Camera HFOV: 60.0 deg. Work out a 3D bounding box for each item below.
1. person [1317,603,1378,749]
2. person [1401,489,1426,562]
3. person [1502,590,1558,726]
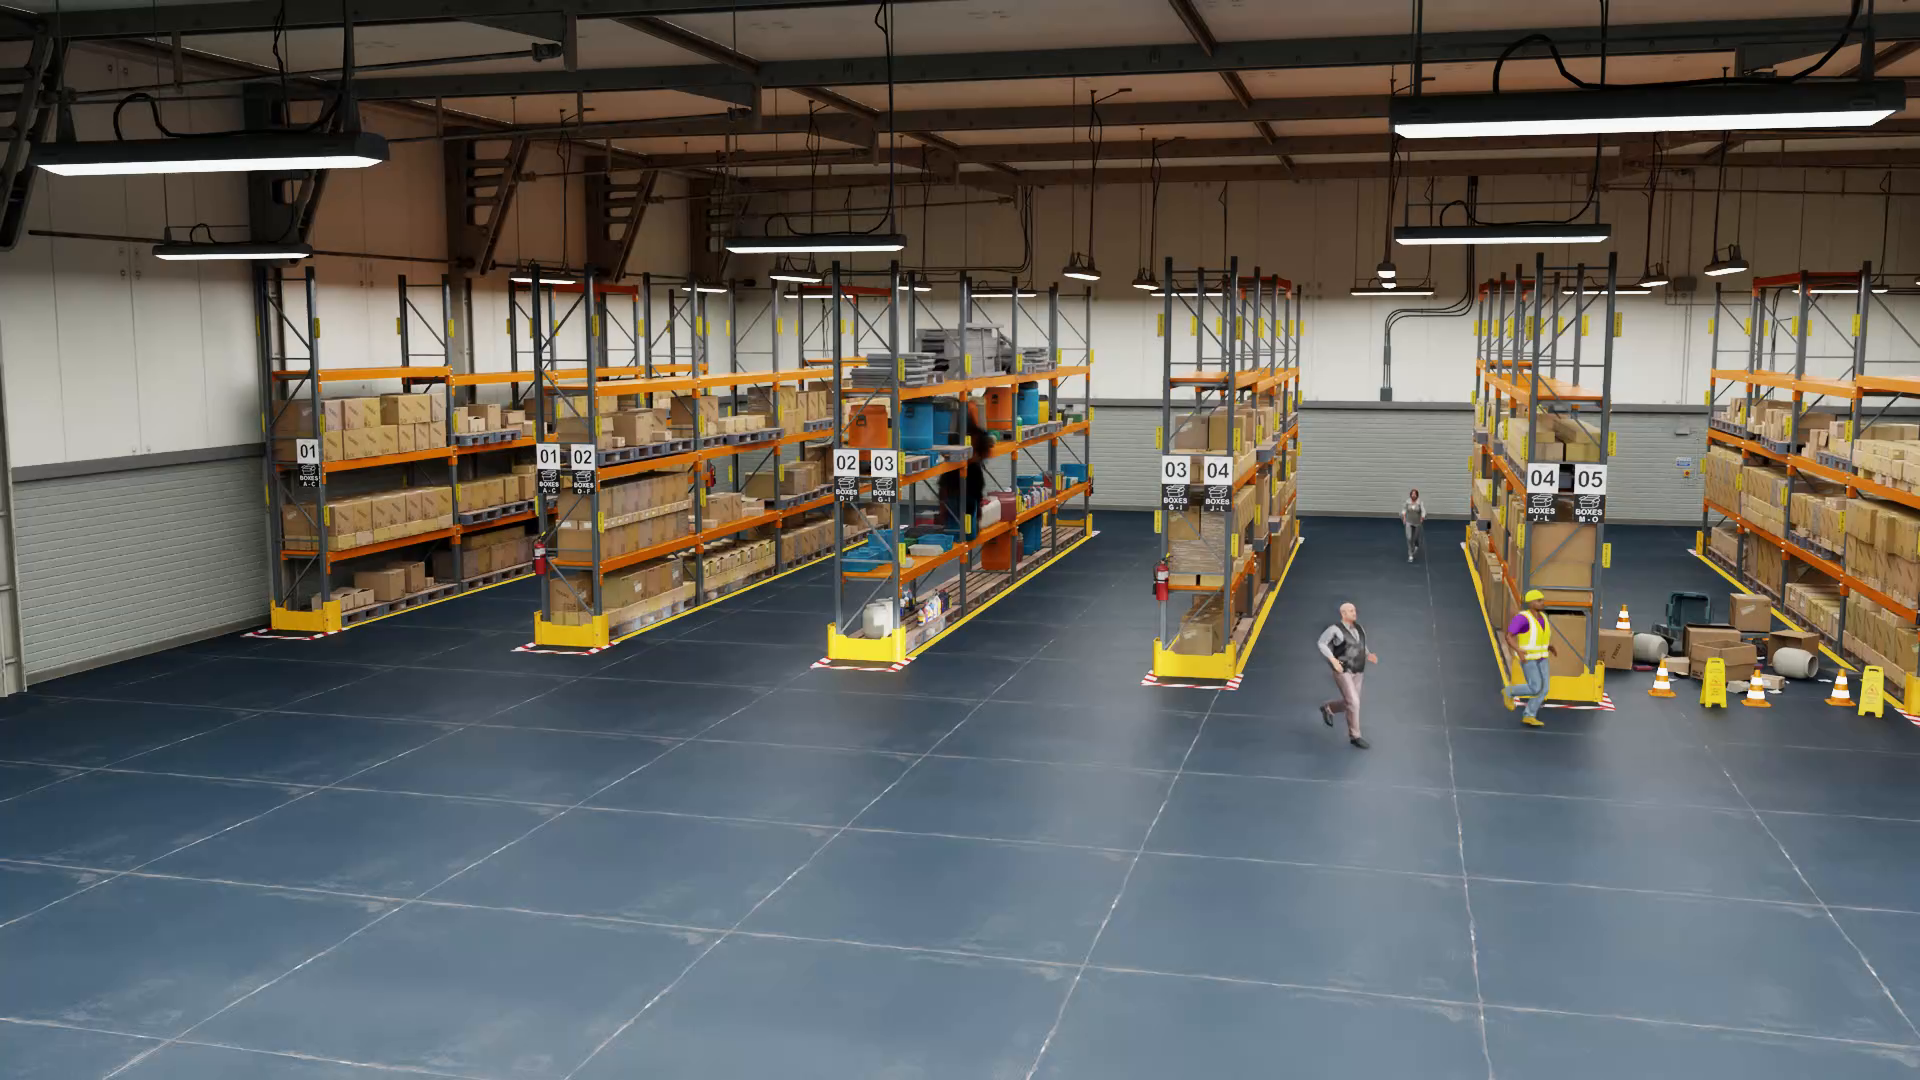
[{"bbox_3d":[4.675,1.614,20.194,0.662,1.721,0.880,-5,9,-34],"label":"person"},{"bbox_3d":[9.829,-0.333,36.063,0.522,1.573,0.758,3,8,19],"label":"person"},{"bbox_3d":[7.255,1.485,21.170,0.707,1.720,0.593,-4,8,-29],"label":"person"}]
